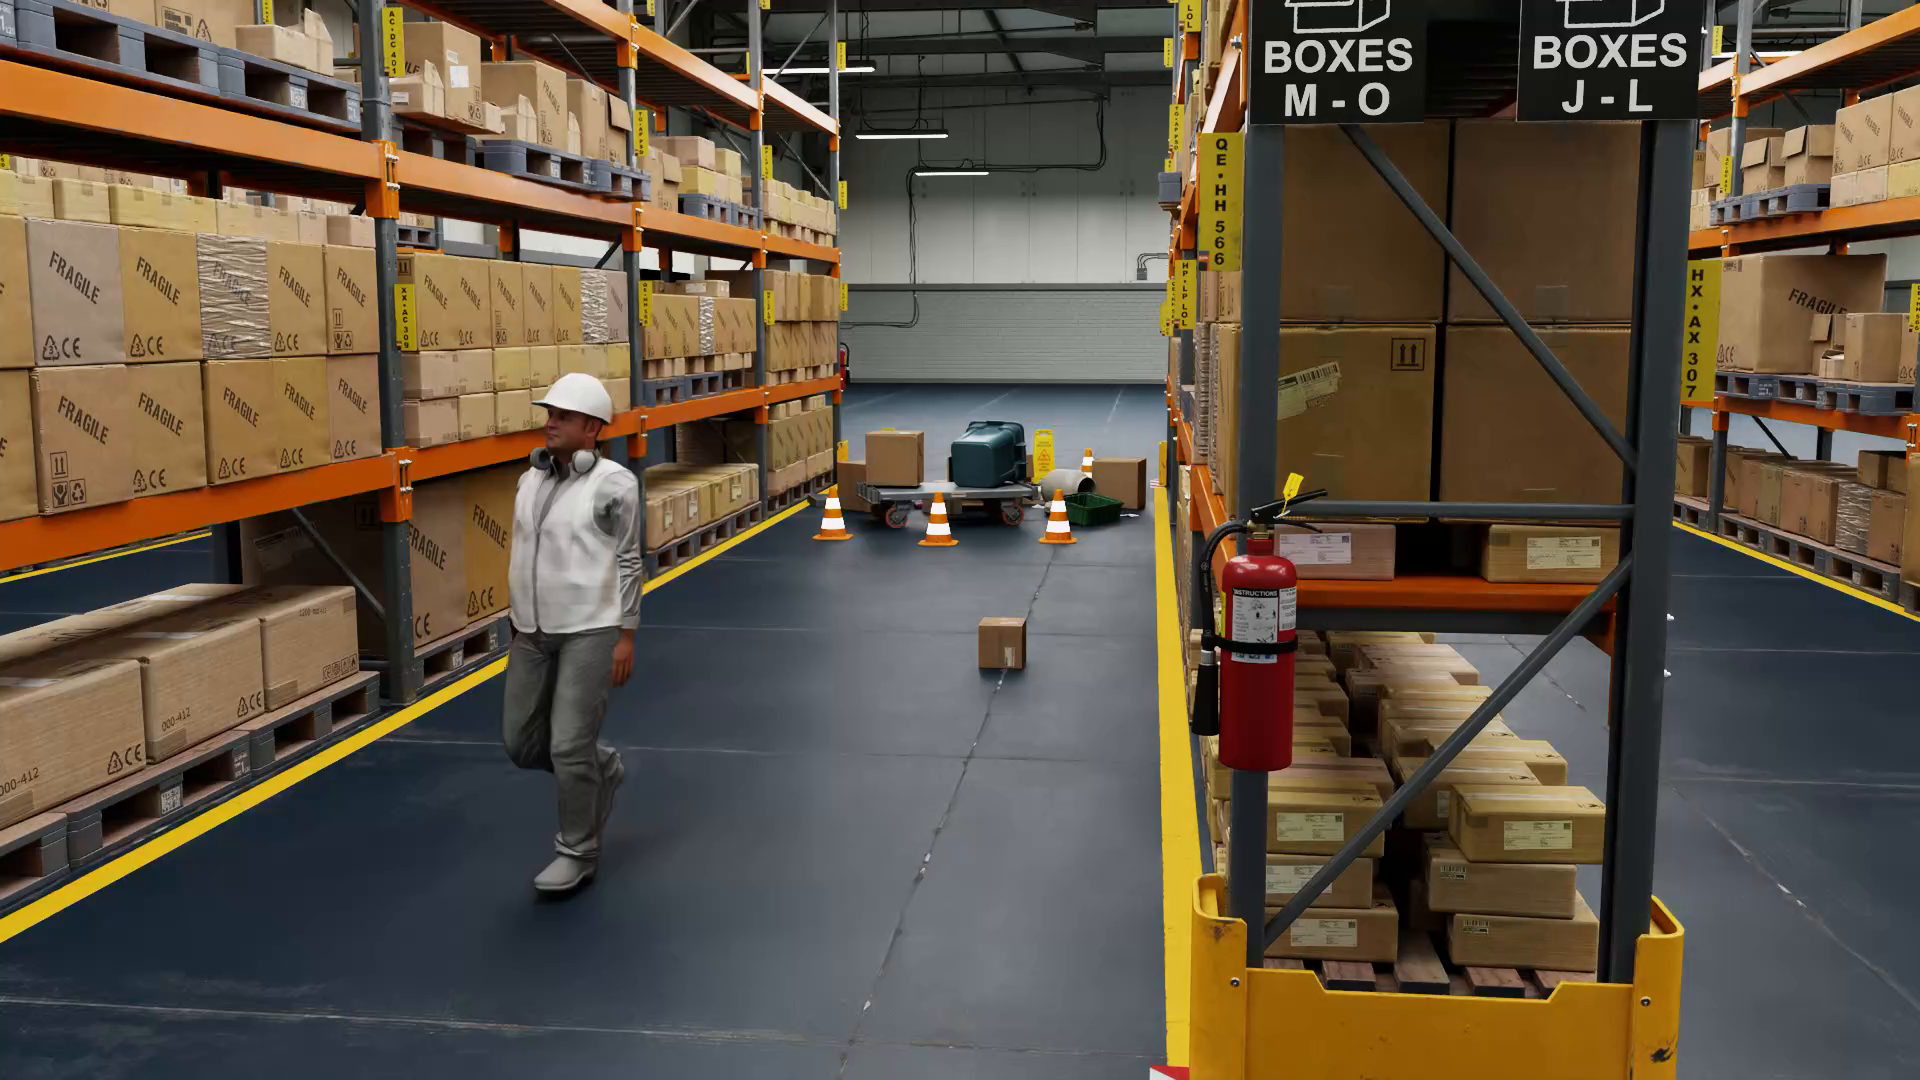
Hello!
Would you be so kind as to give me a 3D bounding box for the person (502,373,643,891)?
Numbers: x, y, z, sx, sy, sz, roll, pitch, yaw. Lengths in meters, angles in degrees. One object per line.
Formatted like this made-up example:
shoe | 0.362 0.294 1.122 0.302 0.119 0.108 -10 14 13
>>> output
person | -1.345 0.297 5.829 0.538 1.753 0.647 4 9 28
